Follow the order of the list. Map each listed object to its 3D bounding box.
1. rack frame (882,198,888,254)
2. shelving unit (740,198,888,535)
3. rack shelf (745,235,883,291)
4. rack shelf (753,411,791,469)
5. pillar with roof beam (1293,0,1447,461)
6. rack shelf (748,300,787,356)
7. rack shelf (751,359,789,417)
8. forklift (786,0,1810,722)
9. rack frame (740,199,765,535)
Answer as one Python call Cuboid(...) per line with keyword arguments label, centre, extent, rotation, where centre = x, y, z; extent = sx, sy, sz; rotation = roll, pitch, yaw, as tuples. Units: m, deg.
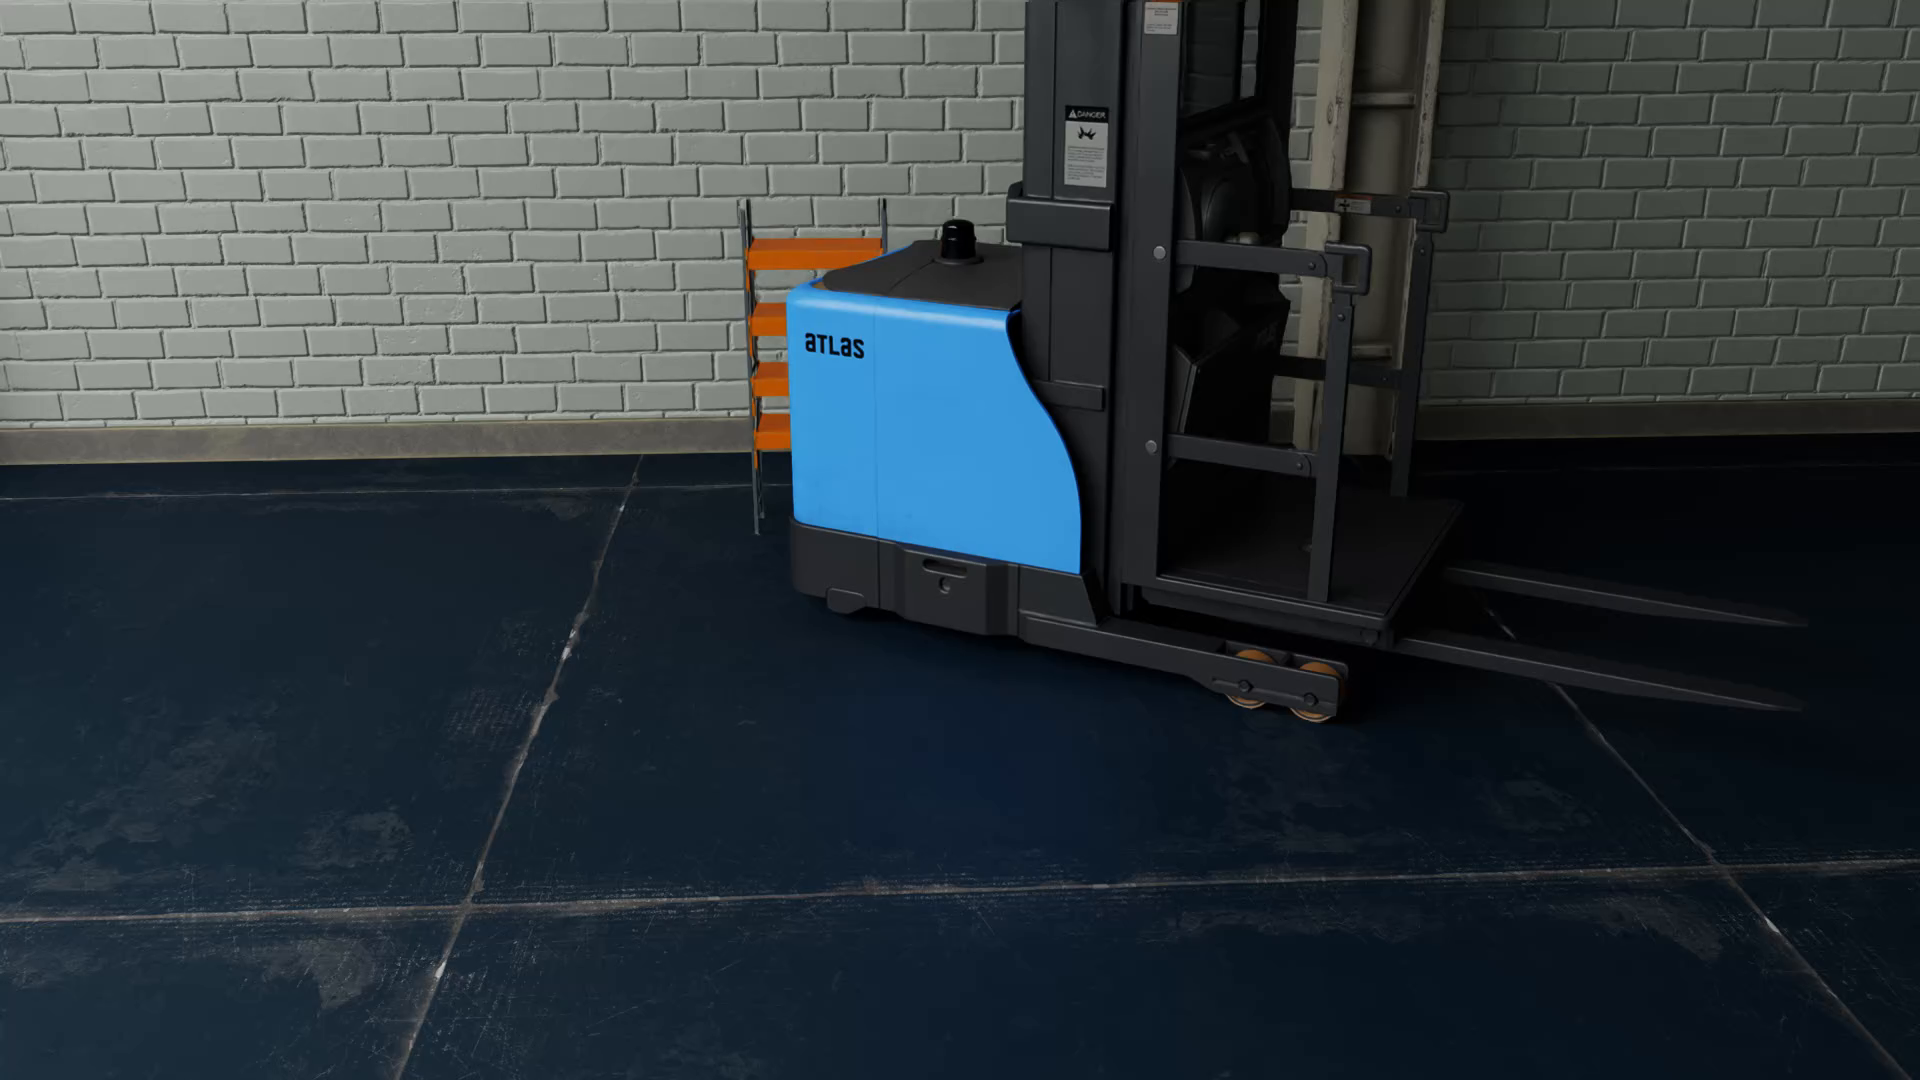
Cuboid(label="rack frame", centre=(-0.267, -0.625, 6.076), extent=(0.015, 1.200, 0.240), rotation=(-1, 21, -1))
Cuboid(label="shelving unit", centre=(-0.511, -0.623, 6.070), extent=(0.503, 1.200, 0.258), rotation=(-1, 21, -1))
Cuboid(label="rack shelf", centre=(-0.511, -0.990, 5.931), extent=(0.480, 0.148, 0.258), rotation=(-1, 21, -1))
Cuboid(label="rack shelf", centre=(-0.511, -0.374, 6.165), extent=(0.480, 0.148, 0.258), rotation=(-1, 21, -1))
Cuboid(label="pillar with roof beam", centre=(1.898, -3.061, 1.512), extent=(0.400, 9.000, 9.100), rotation=(-1, 21, -3))
Cuboid(label="rack shelf", centre=(-0.511, -0.769, 6.015), extent=(0.480, 0.148, 0.258), rotation=(-1, 21, -1))
Cuboid(label="rack shelf", centre=(-0.511, -0.560, 6.094), extent=(0.480, 0.148, 0.258), rotation=(-1, 21, -1))
Cuboid(label="forklift", centre=(0.992, -1.065, 4.799), extent=(3.031, 2.935, 1.130), rotation=(10, 23, 25))
Cuboid(label="rack frame", centre=(-0.755, -0.620, 6.064), extent=(0.015, 1.200, 0.240), rotation=(-1, 21, -1))
